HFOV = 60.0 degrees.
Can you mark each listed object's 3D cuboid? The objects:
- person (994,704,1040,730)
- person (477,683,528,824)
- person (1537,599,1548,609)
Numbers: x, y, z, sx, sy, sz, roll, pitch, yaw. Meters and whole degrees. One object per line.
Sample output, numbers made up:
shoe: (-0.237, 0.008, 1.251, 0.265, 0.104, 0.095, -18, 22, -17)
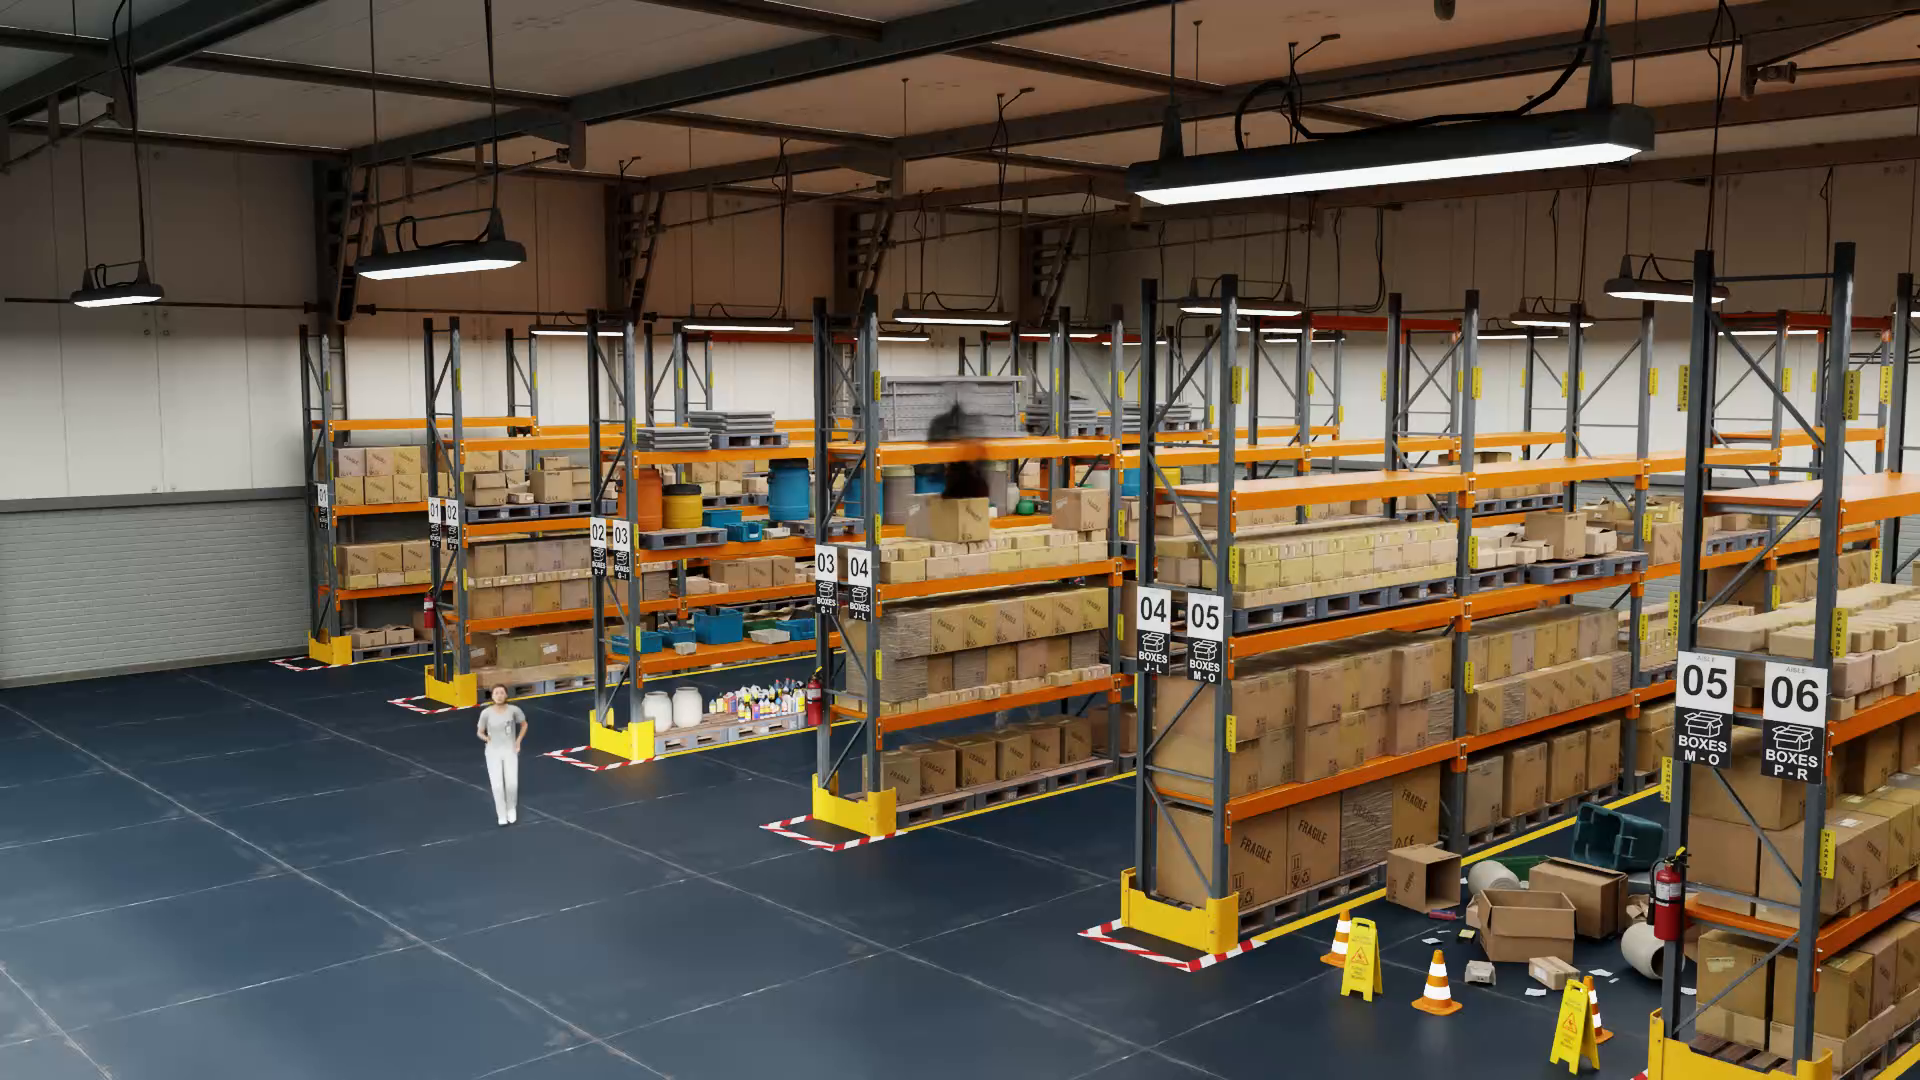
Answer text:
person: (0.801, 1.877, 23.753, 0.649, 1.823, 0.885, 5, 7, 39)
person: (-5.183, 2.440, 18.841, 0.553, 1.628, 0.558, -1, 6, -13)
person: (9.008, 1.738, 25.885, 0.541, 1.700, 0.724, 4, 7, 33)
